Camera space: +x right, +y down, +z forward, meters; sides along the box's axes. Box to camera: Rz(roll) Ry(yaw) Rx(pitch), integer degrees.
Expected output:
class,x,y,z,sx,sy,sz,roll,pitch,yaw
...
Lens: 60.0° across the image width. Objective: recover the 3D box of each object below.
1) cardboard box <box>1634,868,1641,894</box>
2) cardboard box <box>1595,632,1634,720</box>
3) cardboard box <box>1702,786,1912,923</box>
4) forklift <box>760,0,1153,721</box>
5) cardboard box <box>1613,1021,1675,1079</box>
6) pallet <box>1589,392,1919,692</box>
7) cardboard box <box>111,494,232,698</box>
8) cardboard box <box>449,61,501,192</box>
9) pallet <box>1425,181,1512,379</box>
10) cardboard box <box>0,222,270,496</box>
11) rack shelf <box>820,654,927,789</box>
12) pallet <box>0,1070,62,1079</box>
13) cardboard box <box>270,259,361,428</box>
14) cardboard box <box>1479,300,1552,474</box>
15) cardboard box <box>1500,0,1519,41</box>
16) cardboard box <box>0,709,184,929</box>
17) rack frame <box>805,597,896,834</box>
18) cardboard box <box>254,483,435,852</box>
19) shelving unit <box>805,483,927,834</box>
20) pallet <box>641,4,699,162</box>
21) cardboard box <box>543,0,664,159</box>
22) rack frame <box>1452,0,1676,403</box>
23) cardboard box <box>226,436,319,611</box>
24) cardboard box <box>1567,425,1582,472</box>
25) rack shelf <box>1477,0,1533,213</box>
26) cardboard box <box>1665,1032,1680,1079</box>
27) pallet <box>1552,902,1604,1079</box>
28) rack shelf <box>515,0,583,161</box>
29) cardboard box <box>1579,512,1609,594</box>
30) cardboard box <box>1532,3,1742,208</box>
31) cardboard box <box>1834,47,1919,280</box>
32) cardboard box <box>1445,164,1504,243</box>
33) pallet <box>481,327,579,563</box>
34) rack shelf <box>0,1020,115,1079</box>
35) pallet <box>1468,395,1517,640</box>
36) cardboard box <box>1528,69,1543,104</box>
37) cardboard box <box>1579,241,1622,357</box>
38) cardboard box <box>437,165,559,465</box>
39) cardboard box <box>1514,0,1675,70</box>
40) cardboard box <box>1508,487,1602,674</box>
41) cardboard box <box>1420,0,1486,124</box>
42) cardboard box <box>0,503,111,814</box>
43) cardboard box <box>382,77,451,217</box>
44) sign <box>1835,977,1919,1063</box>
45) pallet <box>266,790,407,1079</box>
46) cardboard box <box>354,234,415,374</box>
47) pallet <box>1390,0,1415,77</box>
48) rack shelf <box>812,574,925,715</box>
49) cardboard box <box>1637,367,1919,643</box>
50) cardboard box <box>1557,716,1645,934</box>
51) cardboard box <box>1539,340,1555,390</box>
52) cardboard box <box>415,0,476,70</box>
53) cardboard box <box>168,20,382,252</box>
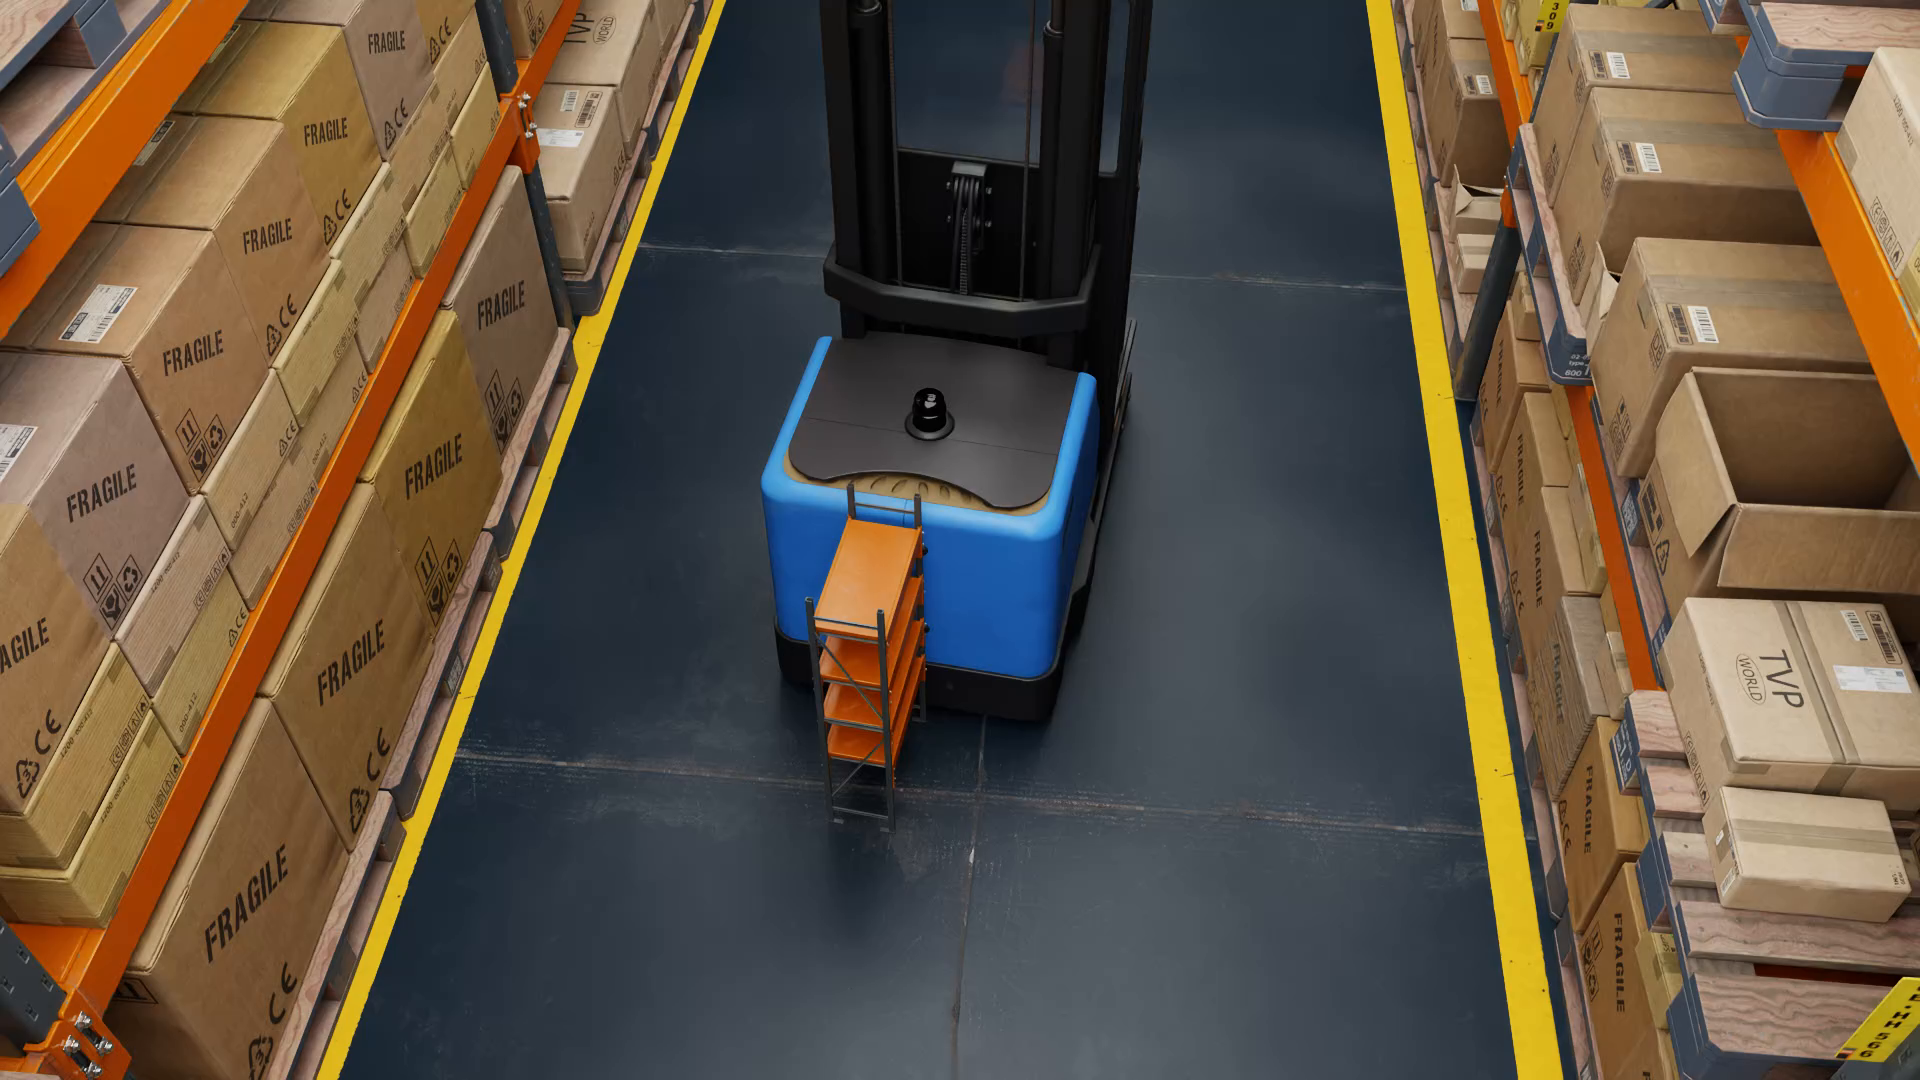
class,x,y,z,sx,sy,sz,roll,pitch,yaw
cardboard box,2.167,1.016,4.758,0.380,0.149,0.250,2,48,2
cardboard box,2.254,0.437,5.288,0.380,0.149,0.250,2,48,2
cardboard box,1.991,0.741,3.925,0.380,0.149,0.250,5,48,4
forklift,0.131,-1.440,6.081,1.130,2.935,3.031,9,48,8
cardboard box,2.137,1.683,4.588,0.500,0.500,0.500,5,48,5
pallet,2.485,-0.059,4.901,1.003,0.211,1.213,4,48,4
cardboard box,-2.290,0.121,4.369,0.500,0.250,0.500,5,48,4
cardboard box,-2.056,-1.567,6.252,0.500,0.250,0.500,3,48,3
pallet,2.741,-1.197,7.702,1.003,0.211,1.213,4,48,4
cardboard box,-2.244,-0.486,4.417,0.500,0.500,0.500,5,48,5
rack shelf,-0.293,0.602,5.746,0.258,0.148,0.480,9,48,8
pallet,-2.589,1.571,3.411,1.213,0.211,1.003,4,48,4
cardboard box,-2.173,-0.616,5.043,0.500,0.250,0.500,5,48,4
cardboard box,2.409,-0.591,6.667,0.500,0.500,0.500,6,48,5
cardboard box,2.457,-2.185,6.886,0.380,0.149,0.250,5,48,5
cardboard box,-2.335,0.683,4.194,0.500,0.250,0.500,3,48,3
rack frame,-0.344,0.599,5.389,0.240,1.200,0.015,9,48,8
cardboard box,-2.399,0.393,5.513,0.875,0.875,0.875,4,48,4
shelving unit,-0.293,0.423,5.550,0.258,1.200,0.503,9,48,8
pallet,-2.010,-2.476,8.871,1.003,0.211,1.213,4,48,4
cardboard box,-2.021,-2.353,8.321,0.875,0.438,0.875,3,48,2
rack frame,2.677,-1.633,6.211,1.000,3.000,0.127,4,48,4
cardboard box,-2.253,-0.081,4.893,0.500,0.250,0.500,5,48,5
cardboard box,2.408,-0.304,5.965,0.380,0.149,0.250,3,48,3
rack shelf,2.860,-2.860,7.821,1.077,0.370,4.000,4,48,4
cardboard box,2.106,1.409,4.398,0.380,0.149,0.250,2,48,2
pallet,2.418,1.701,5.051,1.003,0.211,1.213,4,48,4
rack shelf,-2.084,-3.191,8.123,1.077,0.370,4.000,4,48,4
cardboard box,2.323,0.059,5.633,0.380,0.149,0.250,5,48,5
cardboard box,2.410,-1.468,5.708,0.700,0.500,0.500,5,48,5
cardboard box,2.208,-0.786,3.505,0.500,0.250,0.500,4,48,4
cardboard box,2.468,-1.544,7.697,0.396,0.266,0.258,5,48,5
pallet,-2.261,-0.451,7.020,1.003,0.211,1.213,4,48,4
rack shelf,-2.813,2.687,2.747,1.077,0.370,4.000,4,48,4
pallet,2.641,-0.092,6.691,1.003,0.211,1.213,4,48,4
cardboard box,2.455,-1.800,6.534,0.380,0.149,0.250,4,48,4
cardboard box,2.169,-0.735,5.196,0.396,0.266,0.258,6,48,5
cardboard box,-2.243,-0.928,6.721,0.875,0.875,0.875,5,48,5
cardboard box,2.481,-2.074,6.514,0.500,0.250,0.500,5,48,5
cardboard box,2.321,0.167,5.974,0.500,0.500,0.500,3,48,2
cardboard box,2.627,-2.420,8.340,0.500,0.500,0.500,5,48,4
cardboard box,-2.342,0.258,3.736,0.500,0.500,0.500,2,48,2
cardboard box,-2.102,-1.374,5.737,0.500,0.250,0.500,5,48,4
sign,1.771,0.912,3.152,0.100,0.325,0.005,4,48,4
pallet,-2.484,1.342,5.380,1.003,0.211,1.213,4,48,4
cardboard box,-2.168,-0.823,5.572,0.500,0.250,0.500,3,48,2
pallet,2.963,-2.990,9.342,1.003,0.211,1.213,4,48,4
rack shelf,-0.293,0.317,5.435,0.258,0.148,0.480,9,48,8
cardboard box,2.277,-0.082,4.438,0.797,0.503,0.637,3,48,3
cardboard box,2.238,0.931,5.275,0.500,0.500,0.500,6,48,5
cardboard box,2.431,-0.696,6.323,0.380,0.149,0.250,3,48,2
cardboard box,-2.057,-1.990,5.792,0.500,0.500,0.500,5,48,5
cardboard box,-2.162,-1.238,5.105,0.500,0.500,0.500,5,48,5
